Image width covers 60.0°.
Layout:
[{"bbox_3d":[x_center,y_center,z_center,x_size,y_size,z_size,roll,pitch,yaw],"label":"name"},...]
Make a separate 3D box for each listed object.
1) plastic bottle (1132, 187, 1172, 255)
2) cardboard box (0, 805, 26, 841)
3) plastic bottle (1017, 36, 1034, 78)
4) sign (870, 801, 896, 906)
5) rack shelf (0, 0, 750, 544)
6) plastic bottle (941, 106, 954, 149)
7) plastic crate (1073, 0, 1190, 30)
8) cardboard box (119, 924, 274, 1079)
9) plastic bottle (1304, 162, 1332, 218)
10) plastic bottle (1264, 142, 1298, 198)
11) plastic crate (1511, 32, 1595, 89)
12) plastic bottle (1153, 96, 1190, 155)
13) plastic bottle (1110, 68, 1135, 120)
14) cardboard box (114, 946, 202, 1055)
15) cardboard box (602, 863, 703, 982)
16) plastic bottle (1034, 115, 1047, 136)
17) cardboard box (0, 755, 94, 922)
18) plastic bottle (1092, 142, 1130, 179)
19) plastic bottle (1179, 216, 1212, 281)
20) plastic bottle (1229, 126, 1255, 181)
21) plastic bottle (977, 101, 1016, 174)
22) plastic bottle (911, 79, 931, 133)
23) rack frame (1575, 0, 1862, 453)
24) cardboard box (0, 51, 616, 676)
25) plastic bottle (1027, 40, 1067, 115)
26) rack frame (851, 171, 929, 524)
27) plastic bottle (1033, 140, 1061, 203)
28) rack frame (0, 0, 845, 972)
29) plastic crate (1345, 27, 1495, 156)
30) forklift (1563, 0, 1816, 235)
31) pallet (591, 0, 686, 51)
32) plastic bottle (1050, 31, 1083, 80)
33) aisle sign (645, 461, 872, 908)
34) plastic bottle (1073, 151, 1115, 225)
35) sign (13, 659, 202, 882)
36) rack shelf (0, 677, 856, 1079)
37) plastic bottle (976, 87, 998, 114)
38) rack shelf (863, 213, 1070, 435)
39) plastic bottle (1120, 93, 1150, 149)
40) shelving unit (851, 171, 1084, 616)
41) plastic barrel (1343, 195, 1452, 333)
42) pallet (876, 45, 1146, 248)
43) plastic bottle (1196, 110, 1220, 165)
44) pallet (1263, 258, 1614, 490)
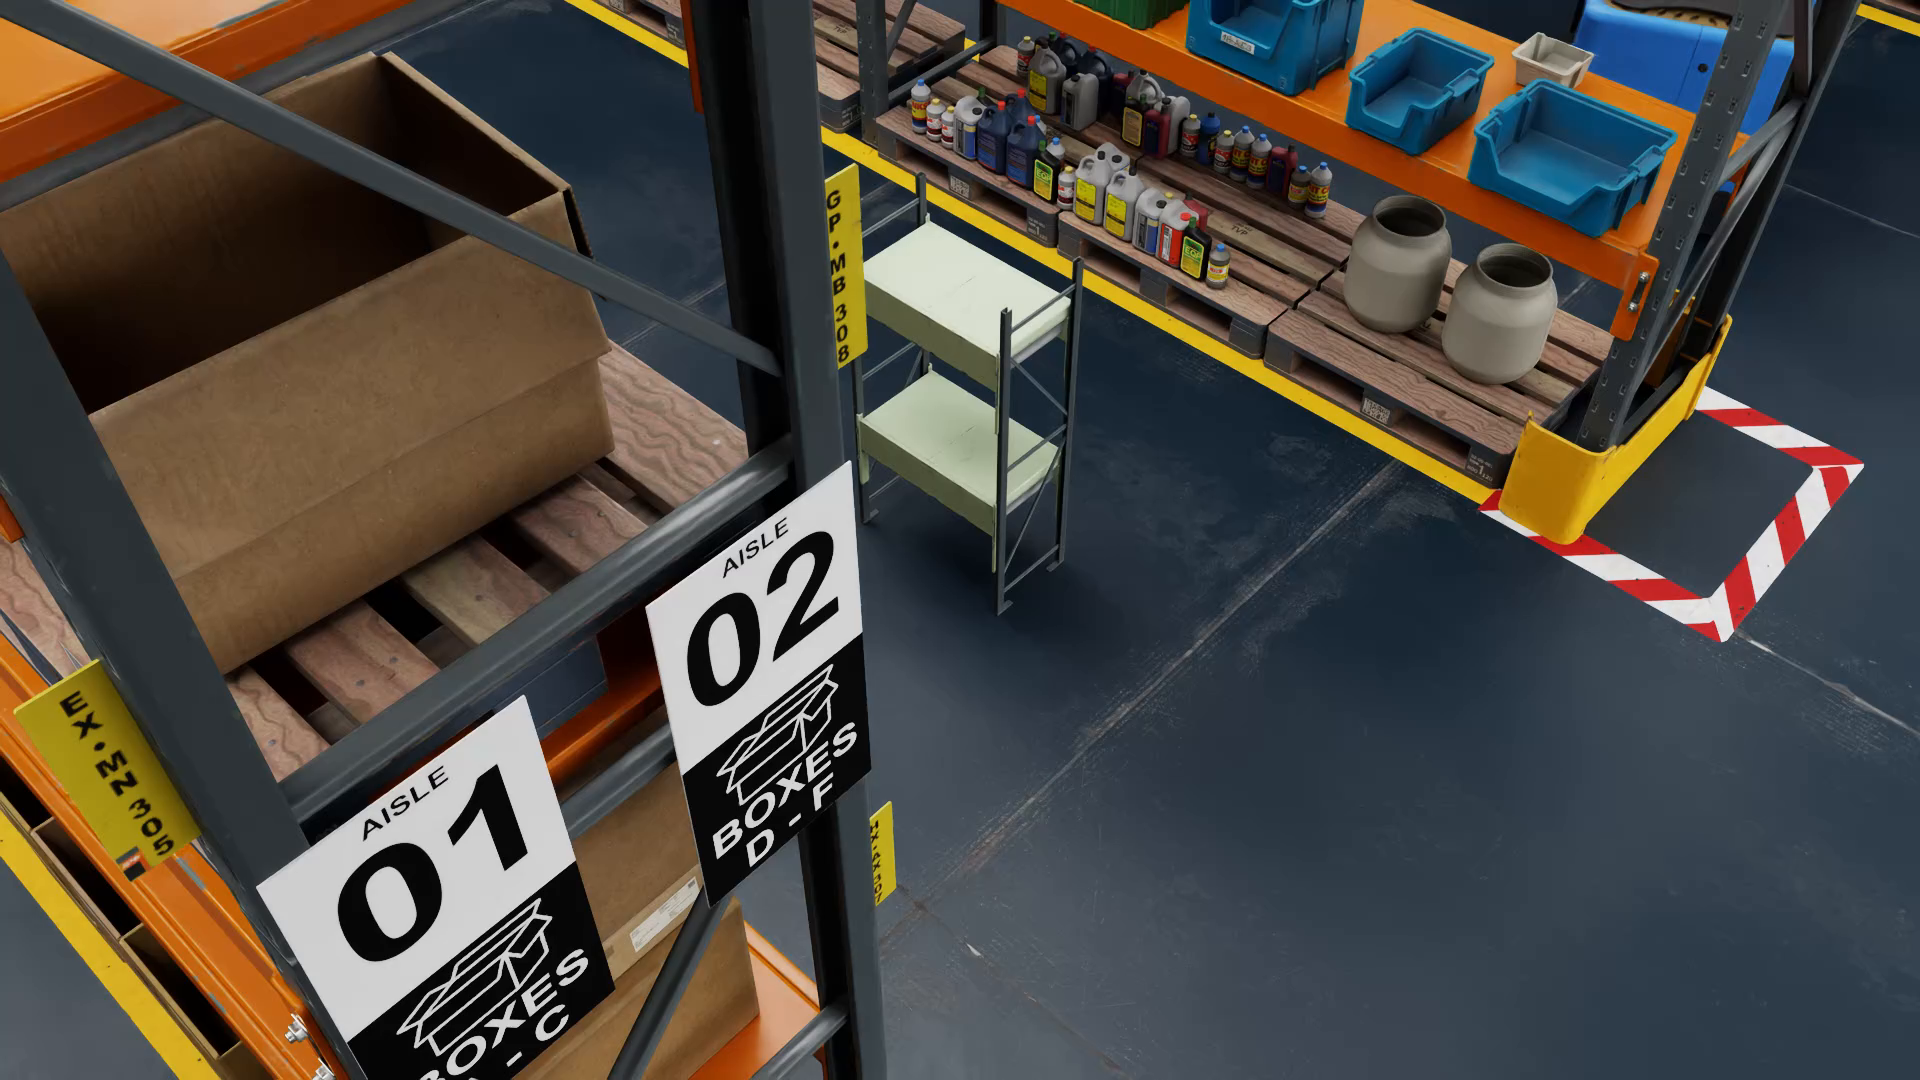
[{"bbox_3d":[0.893,-1.473,7.642,0.135,0.276,0.152,32,55,27],"label":"plastic bottle"},{"bbox_3d":[-2.994,0.740,5.596,0.500,0.250,0.500,34,55,28],"label":"cardboard box"},{"bbox_3d":[0.348,-2.531,8.687,0.097,0.201,0.097,0,47,0],"label":"plastic bottle"},{"bbox_3d":[-0.172,0.661,3.424,0.005,0.325,0.100,34,55,28],"label":"sign"},{"bbox_3d":[-2.023,-1.381,2.641,4.000,0.370,1.077,34,55,28],"label":"rack shelf"},{"bbox_3d":[-0.044,-2.051,8.236,0.097,0.201,0.097,0,47,0],"label":"plastic bottle"},{"bbox_3d":[0.676,-2.456,7.144,0.662,0.188,0.450,34,55,28],"label":"plastic crate"},{"bbox_3d":[-1.894,1.227,4.624,0.500,0.500,0.500,34,55,28],"label":"cardboard box"},{"bbox_3d":[1.688,-1.653,7.814,0.097,0.271,0.097,0,47,0],"label":"plastic bottle"},{"bbox_3d":[1.534,-1.779,7.924,0.133,0.283,0.061,35,56,28],"label":"plastic bottle"},{"bbox_3d":[2.370,-1.898,6.655,0.250,0.136,0.298,34,55,28],"label":"plastic crate"},{"bbox_3d":[1.033,-2.068,8.201,0.135,0.276,0.152,35,56,28],"label":"plastic bottle"},{"bbox_3d":[0.827,-2.255,8.371,0.061,0.283,0.133,-35,56,-28],"label":"plastic bottle"},{"bbox_3d":[-2.258,1.234,5.132,0.500,0.250,0.500,34,55,28],"label":"cardboard box"},{"bbox_3d":[-0.696,0.713,3.509,0.250,0.149,0.380,34,55,27],"label":"cardboard box"},{"bbox_3d":[0.370,-1.939,8.083,0.097,0.271,0.097,0,47,0],"label":"plastic bottle"},{"bbox_3d":[-2.629,0.733,5.088,0.500,0.500,0.500,34,55,28],"label":"cardboard box"},{"bbox_3d":[0.714,-1.736,7.889,0.135,0.276,0.152,34,55,28],"label":"plastic bottle"},{"bbox_3d":[1.064,-1.315,7.489,0.133,0.283,0.061,35,56,28],"label":"plastic bottle"},{"bbox_3d":[1.363,-1.872,8.020,0.097,0.271,0.097,0,47,0],"label":"plastic bottle"},{"bbox_3d":[0.181,-1.973,8.061,0.185,0.351,0.144,35,56,29],"label":"plastic bottle"},{"bbox_3d":[-0.194,-2.175,8.304,0.097,0.271,0.097,0,47,0],"label":"plastic bottle"},{"bbox_3d":[2.809,-1.373,5.982,0.127,3.000,1.000,34,55,28],"label":"rack frame"},{"bbox_3d":[-0.973,-0.262,2.426,0.797,0.503,0.637,-34,56,-28],"label":"cardboard box"},{"bbox_3d":[0.441,-2.354,8.417,0.185,0.351,0.144,34,55,28],"label":"plastic bottle"},{"bbox_3d":[-0.264,-0.691,6.370,0.023,1.500,0.400,34,55,28],"label":"rack frame"},{"bbox_3d":[0.413,-1.753,7.900,0.061,0.283,0.133,-36,56,-29],"label":"plastic bottle"},{"bbox_3d":[-0.553,-0.775,1.305,0.127,3.000,1.000,34,55,28],"label":"rack frame"},{"bbox_3d":[1.765,-1.734,6.422,0.408,0.251,0.499,34,55,28],"label":"plastic crate"},{"bbox_3d":[3.860,-3.549,8.072,1.130,2.935,3.031,16,49,15],"label":"forklift"},{"bbox_3d":[-1.635,-3.367,9.767,1.213,0.211,1.003,34,55,28],"label":"pallet"},{"bbox_3d":[0.538,-2.431,8.490,0.185,0.351,0.144,33,55,27],"label":"plastic bottle"},{"bbox_3d":[-0.297,0.257,2.668,0.004,0.787,0.394,34,55,28],"label":"aisle sign"},{"bbox_3d":[0.632,-1.670,7.776,0.185,0.351,0.144,34,55,27],"label":"plastic bottle"},{"bbox_3d":[-0.932,0.260,1.838,0.005,0.325,0.100,34,55,28],"label":"sign"},{"bbox_3d":[-2.023,0.536,4.683,4.000,0.370,1.077,34,55,28],"label":"rack shelf"},{"bbox_3d":[0.134,-2.091,8.218,0.133,0.283,0.061,34,55,28],"label":"plastic bottle"},{"bbox_3d":[0.005,-0.777,5.916,0.720,0.370,0.431,34,55,28],"label":"rack shelf"},{"bbox_3d":[0.866,-2.085,8.212,0.133,0.283,0.061,34,55,28],"label":"plastic bottle"},{"bbox_3d":[0.005,-0.510,6.200,0.755,1.500,0.431,34,55,28],"label":"shelving unit"},{"bbox_3d":[1.905,-1.198,7.235,0.421,0.512,0.421,0,47,0],"label":"plastic barrel"},{"bbox_3d":[0.335,-2.042,8.522,1.213,0.211,1.003,34,55,28],"label":"pallet"},{"bbox_3d":[1.214,-1.972,8.114,0.097,0.271,0.097,0,47,0],"label":"plastic bottle"},{"bbox_3d":[2.128,-0.836,7.390,1.213,0.211,1.003,34,55,28],"label":"pallet"}]
